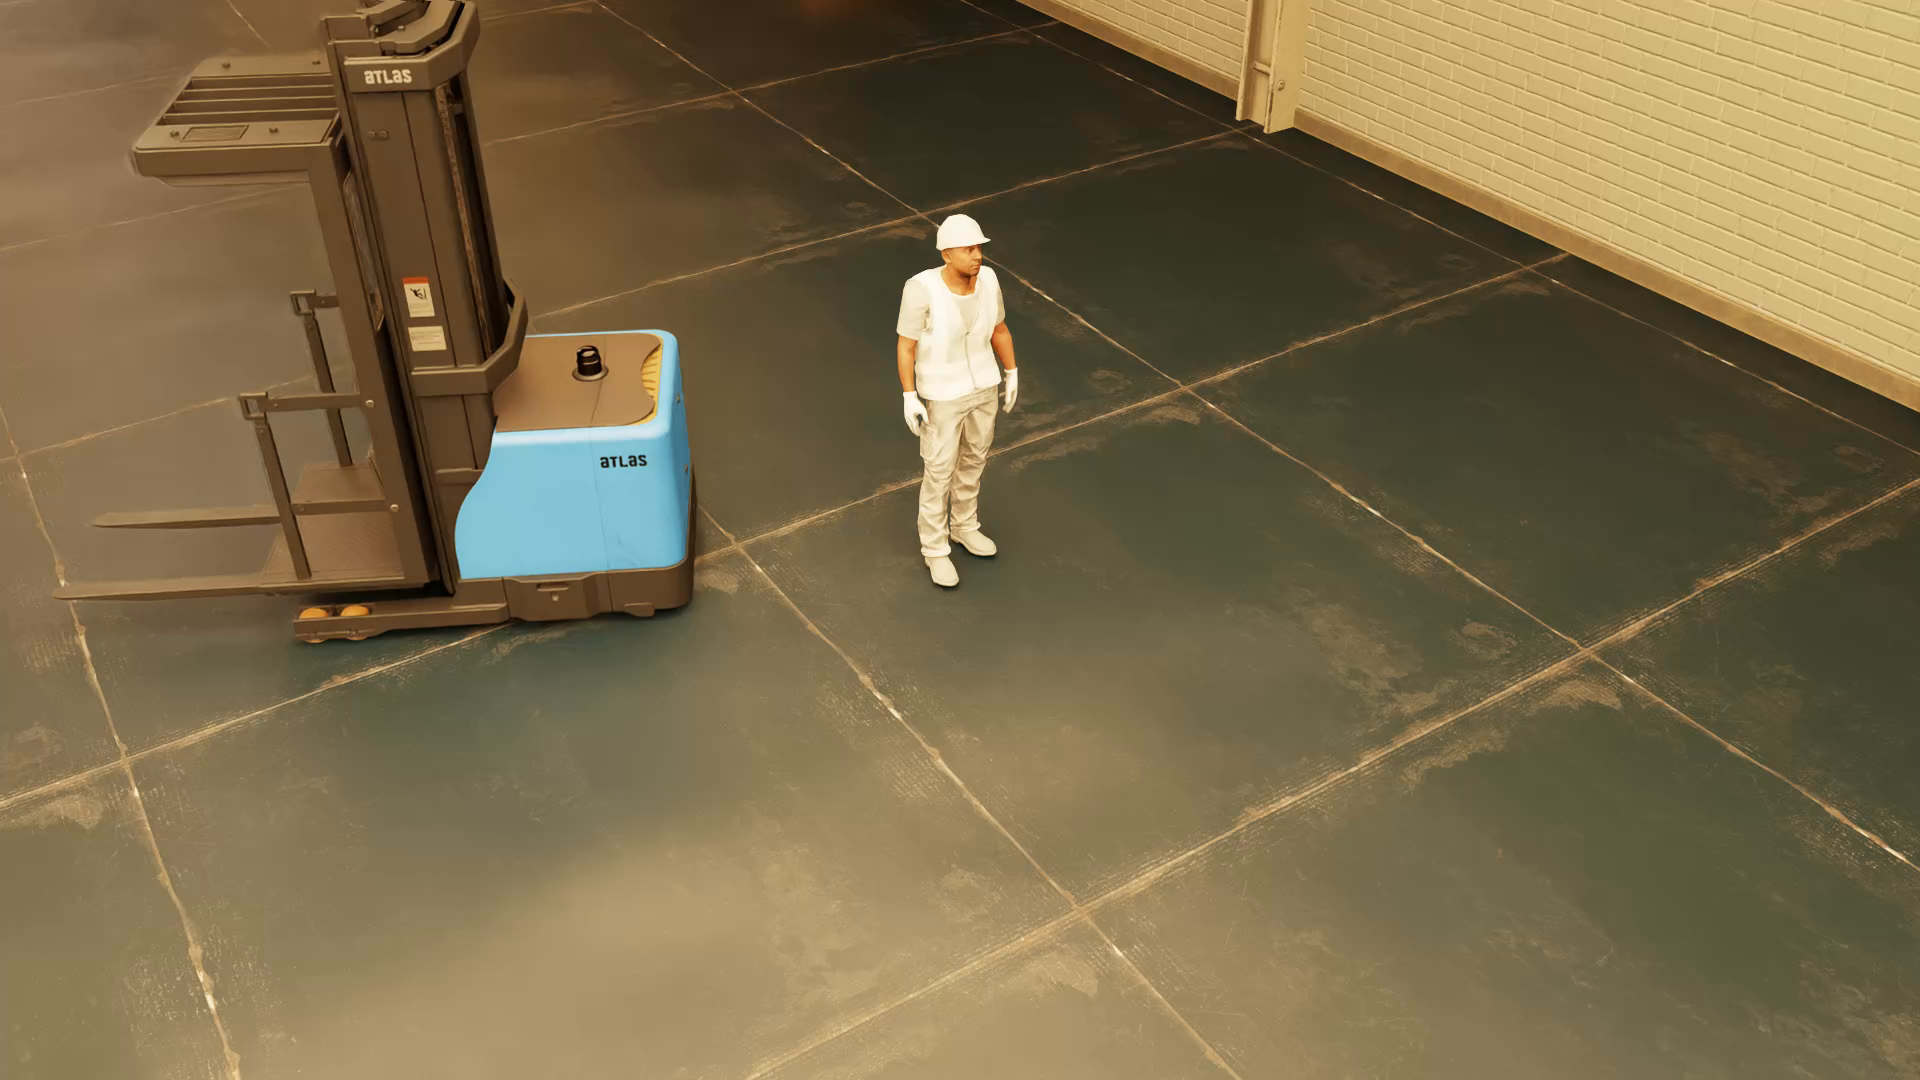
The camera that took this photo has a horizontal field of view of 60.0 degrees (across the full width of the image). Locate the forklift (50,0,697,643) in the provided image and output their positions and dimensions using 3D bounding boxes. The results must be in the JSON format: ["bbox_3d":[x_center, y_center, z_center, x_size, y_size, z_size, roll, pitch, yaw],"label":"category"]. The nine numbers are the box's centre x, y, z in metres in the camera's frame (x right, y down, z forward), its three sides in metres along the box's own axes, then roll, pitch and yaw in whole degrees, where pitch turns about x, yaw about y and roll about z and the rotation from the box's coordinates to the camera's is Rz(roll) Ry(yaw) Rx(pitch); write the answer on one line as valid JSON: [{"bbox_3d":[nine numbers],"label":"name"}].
[{"bbox_3d":[-2.867,-1.025,7.607,3.031,2.935,1.130,-3,35,-5],"label":"forklift"}]

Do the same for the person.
[{"bbox_3d":[0.033,-0.698,8.127,0.657,1.785,0.575,-21,40,-27],"label":"person"}]
